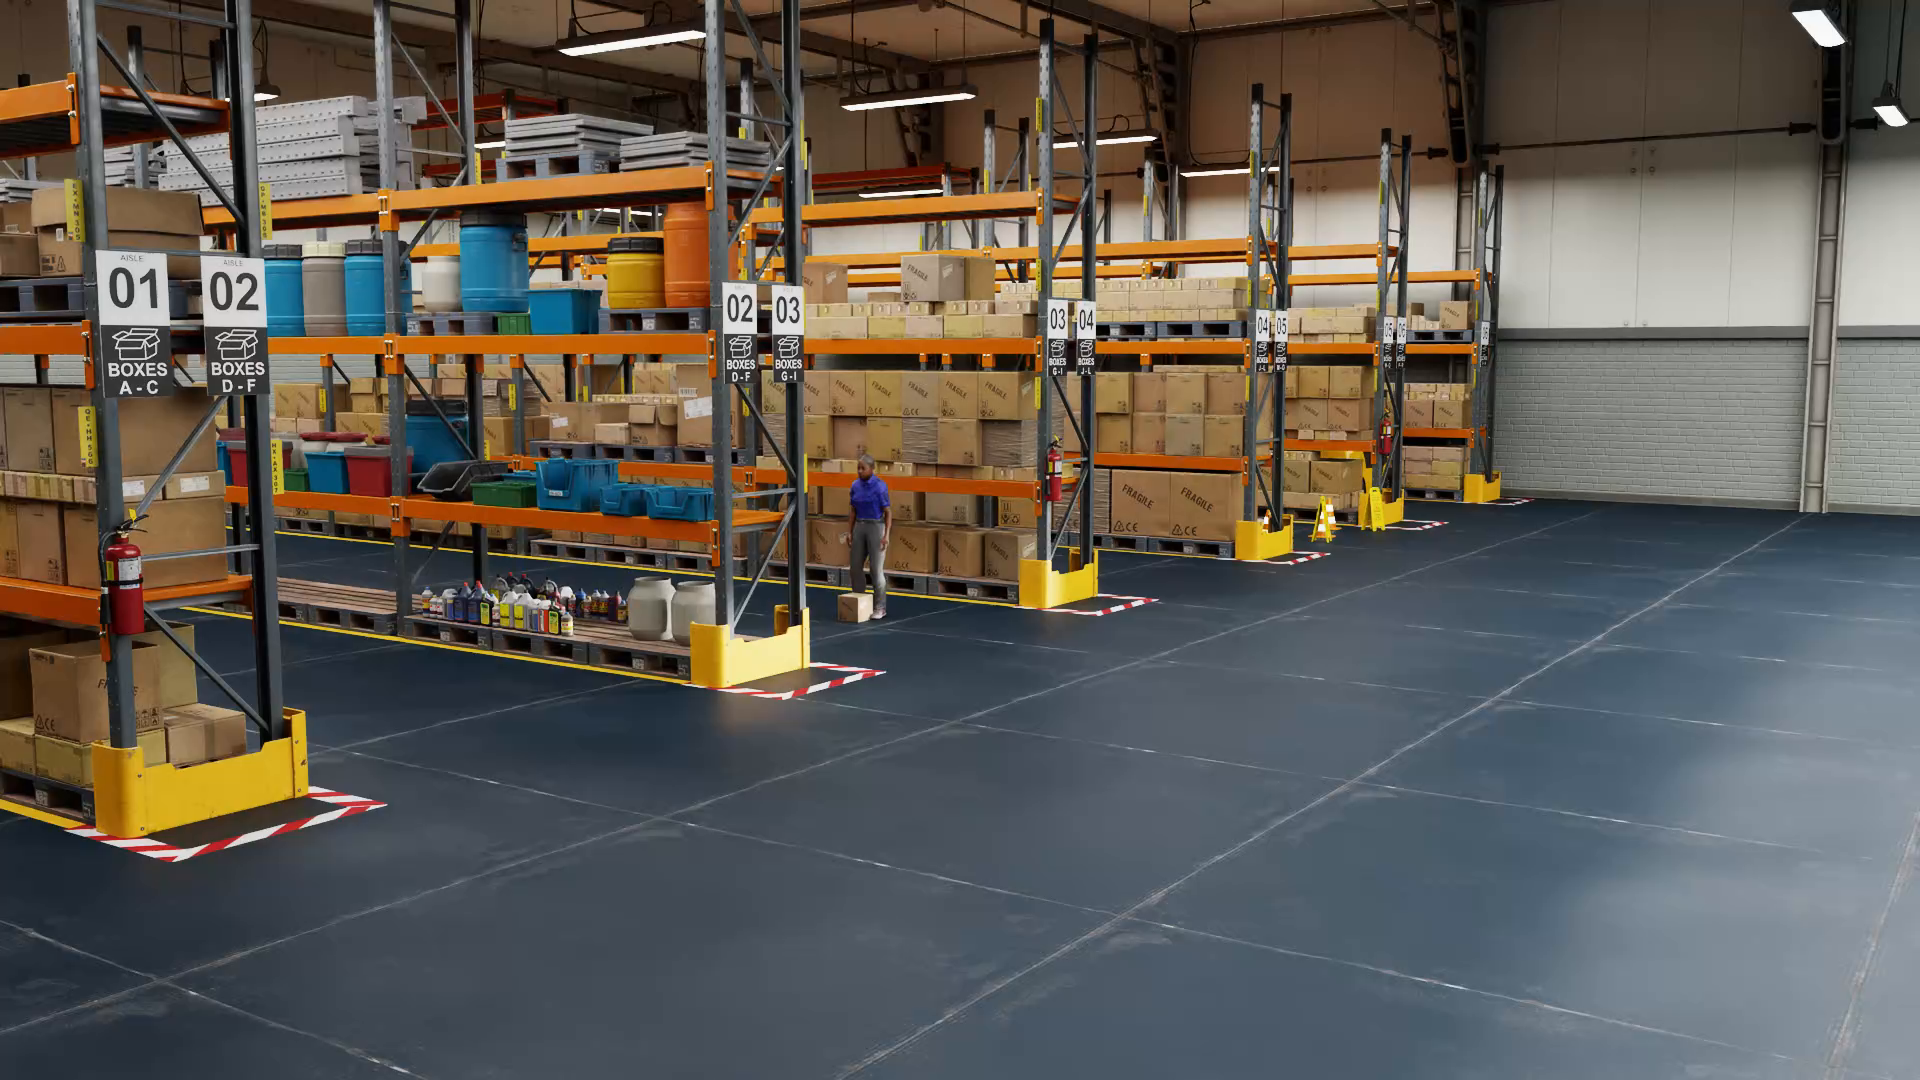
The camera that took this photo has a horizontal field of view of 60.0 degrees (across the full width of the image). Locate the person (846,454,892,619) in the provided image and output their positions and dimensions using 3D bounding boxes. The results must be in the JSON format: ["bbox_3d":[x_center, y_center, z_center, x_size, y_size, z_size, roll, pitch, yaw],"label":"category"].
[{"bbox_3d":[-0.926,-0.046,16.714,0.518,1.654,0.353,4,8,32],"label":"person"}]
